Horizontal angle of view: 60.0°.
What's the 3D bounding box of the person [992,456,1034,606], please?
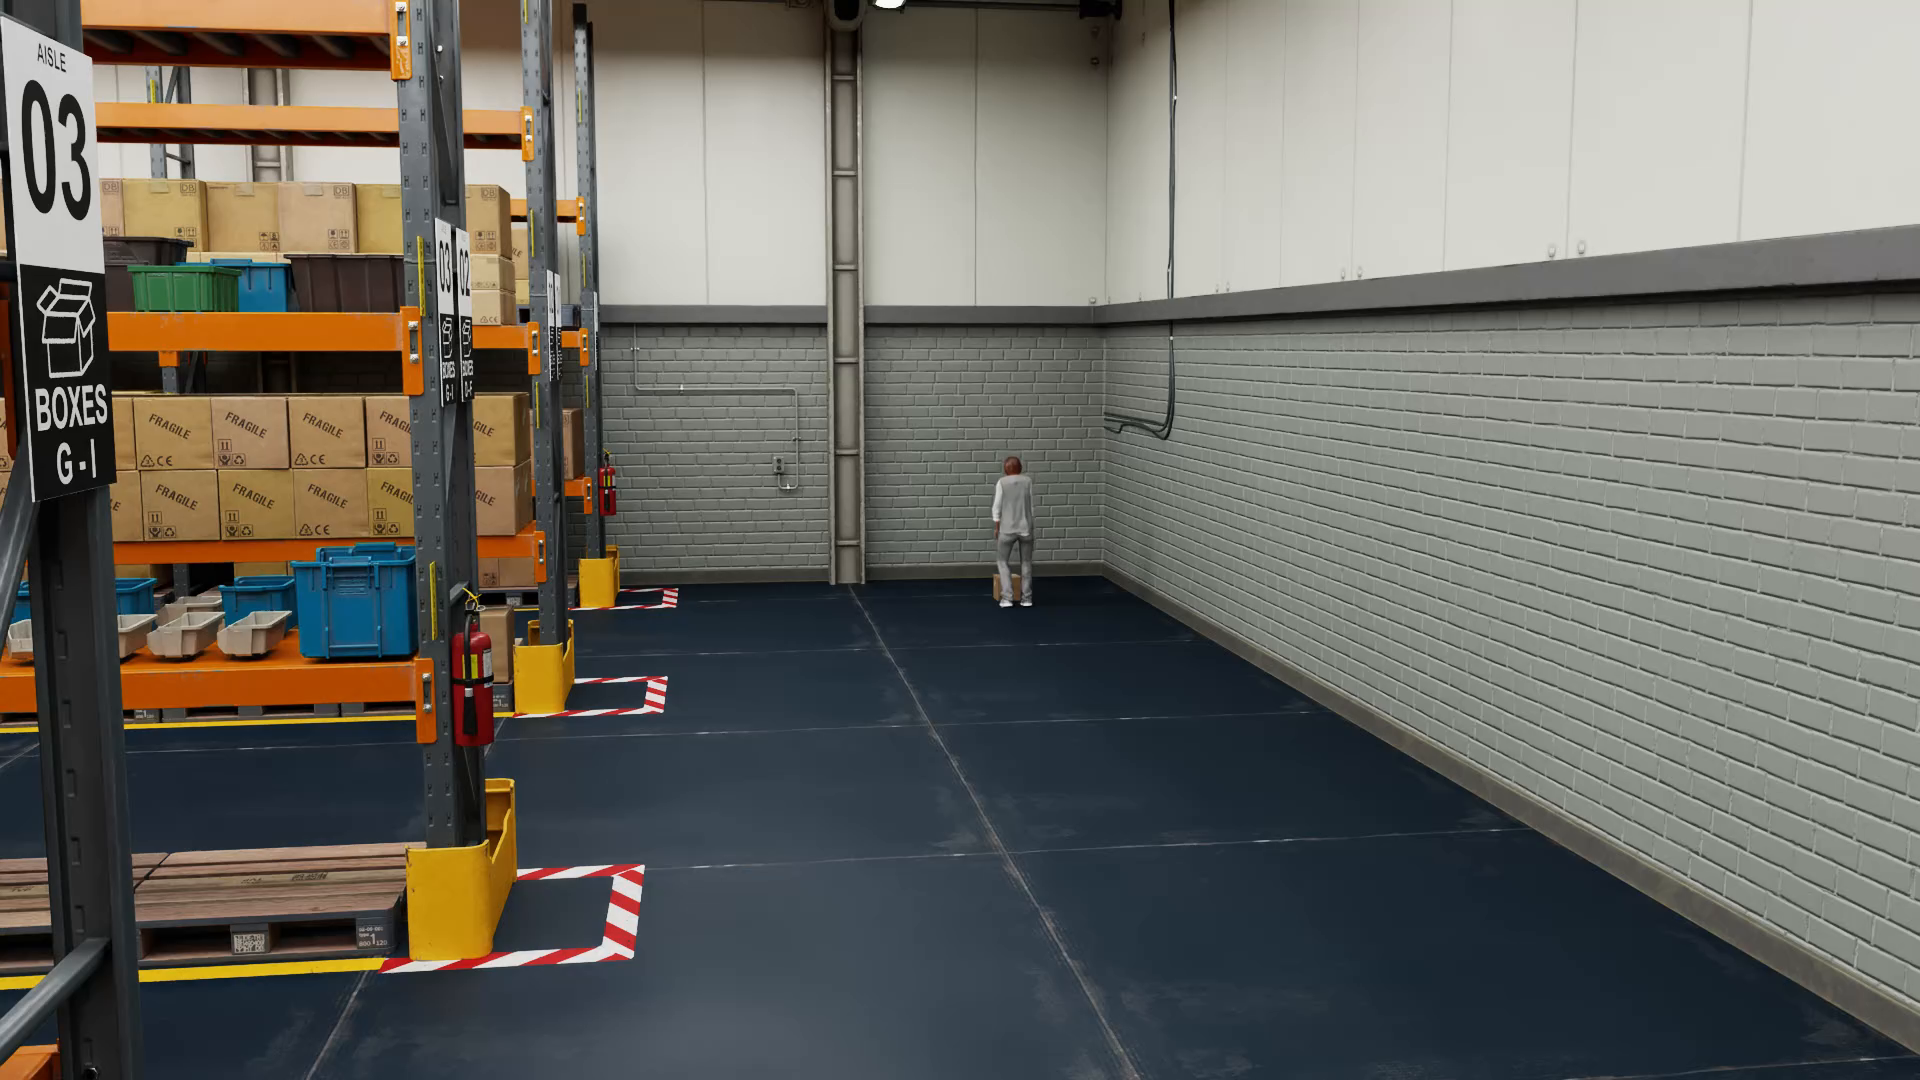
[{"bbox_3d":[0.547,-0.080,16.997,0.433,1.538,0.417,-1,7,-7],"label":"person"}]
